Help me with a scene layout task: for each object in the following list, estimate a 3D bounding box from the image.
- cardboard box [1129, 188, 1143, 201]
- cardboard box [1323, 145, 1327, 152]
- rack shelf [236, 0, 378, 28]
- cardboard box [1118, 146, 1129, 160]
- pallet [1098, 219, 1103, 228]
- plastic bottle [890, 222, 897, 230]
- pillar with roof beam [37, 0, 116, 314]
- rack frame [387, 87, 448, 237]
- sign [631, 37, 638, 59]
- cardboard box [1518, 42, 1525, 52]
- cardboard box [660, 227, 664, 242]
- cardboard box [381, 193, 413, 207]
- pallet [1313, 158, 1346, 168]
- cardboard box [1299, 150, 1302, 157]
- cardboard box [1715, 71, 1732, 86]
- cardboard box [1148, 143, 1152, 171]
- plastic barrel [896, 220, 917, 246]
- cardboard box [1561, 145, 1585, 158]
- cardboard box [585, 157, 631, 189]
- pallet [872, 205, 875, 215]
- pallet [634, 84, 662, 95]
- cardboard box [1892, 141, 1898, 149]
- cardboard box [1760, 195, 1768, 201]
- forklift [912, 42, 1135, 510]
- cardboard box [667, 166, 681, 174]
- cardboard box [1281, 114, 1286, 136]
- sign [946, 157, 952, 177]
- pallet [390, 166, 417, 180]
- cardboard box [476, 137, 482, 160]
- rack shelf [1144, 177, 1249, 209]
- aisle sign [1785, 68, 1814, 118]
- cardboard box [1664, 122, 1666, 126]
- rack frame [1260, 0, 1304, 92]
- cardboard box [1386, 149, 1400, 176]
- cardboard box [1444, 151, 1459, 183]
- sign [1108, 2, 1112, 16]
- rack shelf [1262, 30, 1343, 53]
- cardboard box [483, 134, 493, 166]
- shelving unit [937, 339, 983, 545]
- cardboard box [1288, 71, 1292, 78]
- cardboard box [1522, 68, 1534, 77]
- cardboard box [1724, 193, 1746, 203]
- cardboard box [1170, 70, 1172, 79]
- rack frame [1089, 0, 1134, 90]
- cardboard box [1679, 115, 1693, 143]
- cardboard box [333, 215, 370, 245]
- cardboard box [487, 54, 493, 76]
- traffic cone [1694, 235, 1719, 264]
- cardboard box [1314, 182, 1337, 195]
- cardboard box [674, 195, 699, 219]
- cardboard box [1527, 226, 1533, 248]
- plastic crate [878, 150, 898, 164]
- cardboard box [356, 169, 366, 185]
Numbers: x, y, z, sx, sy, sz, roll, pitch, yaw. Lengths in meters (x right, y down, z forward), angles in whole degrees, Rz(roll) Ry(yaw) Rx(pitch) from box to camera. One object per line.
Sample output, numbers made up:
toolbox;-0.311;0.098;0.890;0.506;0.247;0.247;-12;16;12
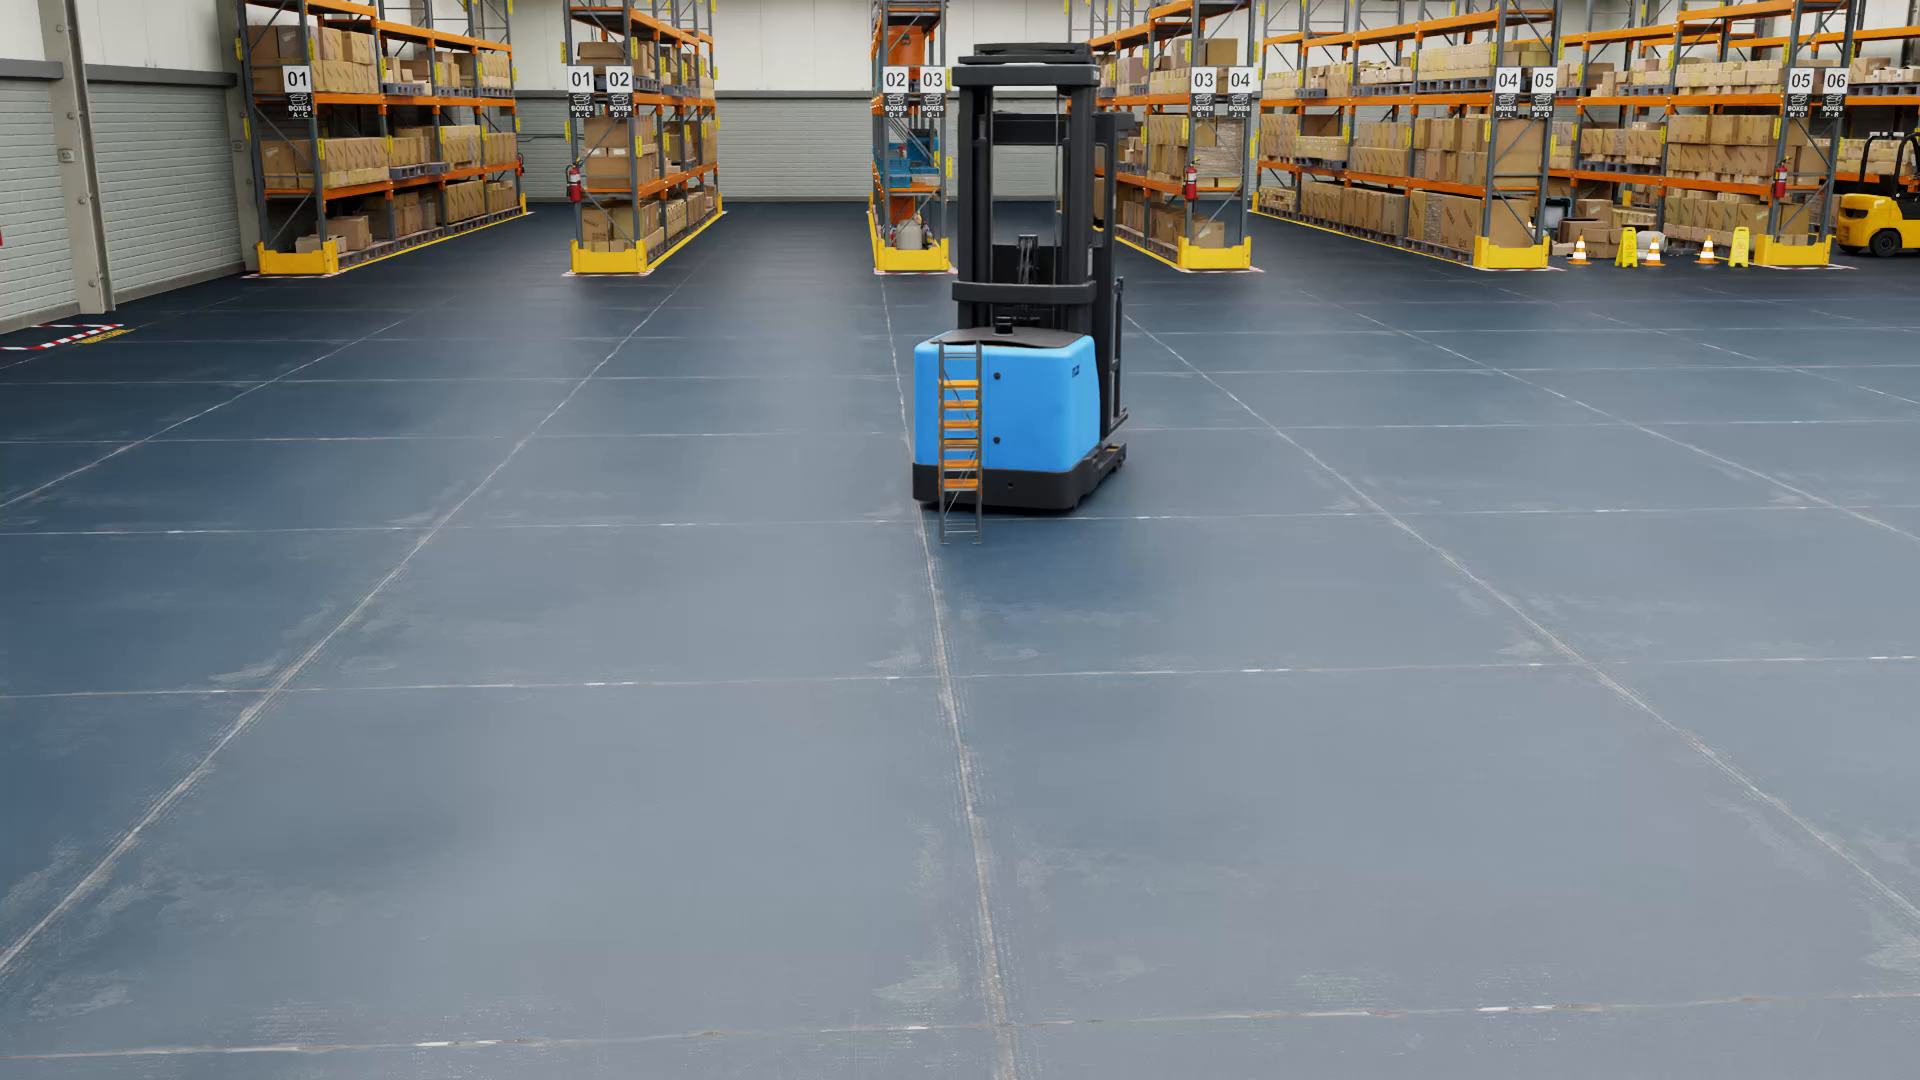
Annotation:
cardboard box;3.791;-7.152;34.431;0.500;0.250;0.500;0;14;-1
cardboard box;8.139;-8.539;36.260;0.380;0.149;0.250;-1;14;-3
rack shelf;-10.741;-8.786;27.565;1.077;0.370;4.000;-1;14;-3
cardboard box;3.441;-8.120;35.363;0.500;0.500;0.500;0;14;-2
pallet;3.673;-7.102;37.204;1.003;0.211;1.213;-1;14;-3
plastic bottle;-1.197;-5.606;30.229;0.144;0.351;0.185;-1;14;-3
pillar with roof beam;-6.855;-7.374;20.625;9.100;9.000;0.400;-1;14;-3
rack frame;-11.112;-7.723;34.022;1.000;3.000;0.127;-1;14;-3
sign;-5.118;-7.732;26.125;0.100;0.325;0.005;-1;14;-3
cardboard box;9.454;-8.133;27.458;0.380;0.149;0.250;-1;14;-3
cardboard box;-5.674;-5.565;30.312;0.500;0.250;0.500;-1;14;-3
cardboard box;-11.006;-6.640;32.441;0.500;0.250;0.500;-1;14;-4
pallet;8.512;-8.402;37.049;1.003;0.211;1.213;-1;14;-3
cardboard box;8.016;-8.906;38.283;0.380;0.149;0.250;-1;14;-3
cardboard box;13.705;-8.142;29.337;0.500;0.250;0.500;-1;14;-3
cardboard box;3.933;-7.037;30.559;0.875;0.500;0.500;-1;14;-3
plastic barrel;-0.877;-5.172;28.258;0.421;0.512;0.421;0;14;0
cardboard box;13.326;-8.391;35.918;0.500;0.250;0.500;-1;14;-4
cardboard box;-5.689;-5.975;27.030;0.700;0.500;0.500;-1;14;-3
pallet;-1.708;-8.309;41.897;1.003;0.211;1.213;-1;14;-3
pallet;-5.988;-8.385;30.958;0.805;0.209;1.217;-1;15;-6
cardboard box;18.572;-7.758;32.655;0.380;0.149;0.250;-1;14;-3
cardboard box;18.268;-7.532;37.455;0.500;0.500;0.500;0;14;-1
forklift;0.588;-1.934;11.661;1.130;2.935;3.031;4;15;15
cardboard box;-5.837;-7.459;33.502;0.380;0.149;0.250;-1;14;-3
cardboard box;8.074;-10.044;40.239;0.500;0.500;0.500;-1;14;-2
sign;-0.179;-6.028;26.878;0.100;0.325;0.005;-1;14;-3
pallet;-10.767;-6.827;30.927;1.003;0.211;1.213;-1;14;-3
cardboard box;-11.080;-8.809;37.405;0.500;0.500;0.500;-1;14;-4
rack shelf;4.091;-6.112;29.204;1.077;0.370;4.000;-1;14;-3
aisle sign;13.820;-7.355;27.374;0.394;0.787;0.004;-1;14;-3
cardboard box;14.012;-8.211;32.979;0.380;0.149;0.250;0;14;0
rack frame;8.180;-12.899;42.099;1.000;3.000;0.127;-1;14;-3
cardboard box;8.593;-7.309;32.212;0.500;0.500;0.500;-1;14;-4
cardboard box;9.064;-6.587;29.307;0.875;0.550;0.500;-1;14;-3
sign;3.766;-13.343;41.792;0.100;0.325;0.005;-1;14;-3
rack shelf;8.304;-12.051;40.256;1.077;0.370;4.000;-1;14;-3
cardboard box;-11.377;-8.998;38.376;0.980;0.700;0.700;-1;14;-3
shelving unit;0.001;-0.577;9.863;0.258;1.200;0.189;-1;14;-3
cardboard box;8.063;-11.146;39.806;0.380;0.149;0.250;-1;15;-6
cardboard box;9.470;-7.687;27.324;0.380;0.149;0.250;-1;14;-3
cardboard box;13.694;-6.013;29.244;0.380;0.149;0.250;-1;14;-3
cardboard box;3.848;-8.058;28.805;0.380;0.149;0.250;-1;14;-2
rack frame;3.471;-11.852;38.033;1.000;3.000;0.127;-1;14;-3
cardboard box;13.679;-7.547;30.535;0.700;0.500;0.500;-1;14;-3
cardboard box;-10.760;-5.473;29.412;0.500;0.500;0.500;-2;15;-8
cardboard box;-11.162;-11.022;38.578;0.500;0.500;0.500;-1;14;-5
traffic cone;12.792;-4.974;28.430;0.336;0.463;0.334;-1;14;-3
cardboard box;8.273;-7.907;37.408;0.500;0.250;0.500;0;14;-1
cardboard box;-6.013;-7.305;36.532;0.500;0.500;0.500;-1;14;-5
cardboard box;10.044;-5.429;30.120;0.500;0.500;0.500;2;15;6
plastic crate;-1.430;-7.500;33.028;0.402;0.464;0.583;-1;14;-3
cardboard box;-10.431;-6.178;28.279;0.500;0.250;0.500;-1;14;-3
